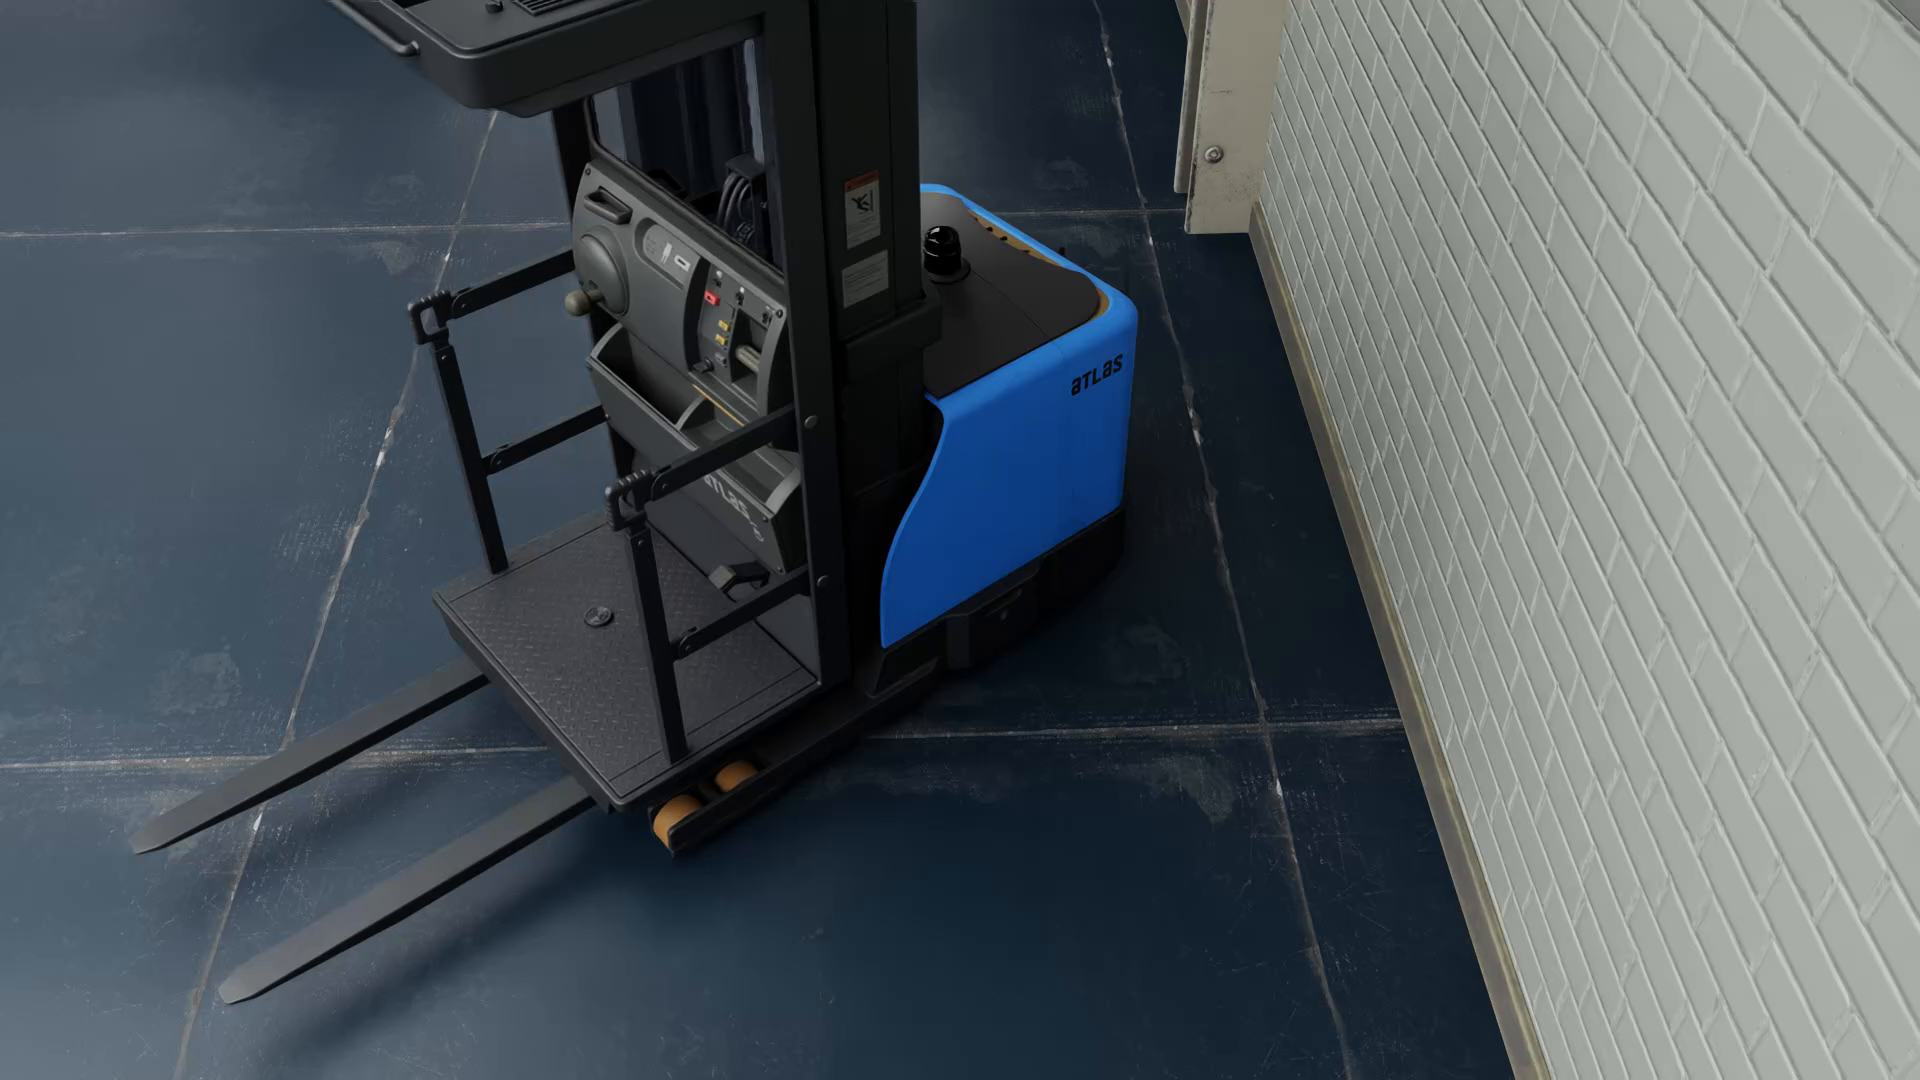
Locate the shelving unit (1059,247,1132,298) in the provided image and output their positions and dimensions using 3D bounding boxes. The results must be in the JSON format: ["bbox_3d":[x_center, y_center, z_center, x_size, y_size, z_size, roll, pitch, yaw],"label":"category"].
[{"bbox_3d":[0.426,-0.549,5.683,0.258,0.900,0.210,7,43,8],"label":"shelving unit"}]

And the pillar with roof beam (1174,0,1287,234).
[{"bbox_3d":[-3.177,-4.658,4.172,9.100,9.000,0.400,-2,43,-2],"label":"pillar with roof beam"}]

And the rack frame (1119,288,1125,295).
[{"bbox_3d":[0.408,-0.481,5.609,0.240,0.900,0.006,7,43,8],"label":"rack frame"}]

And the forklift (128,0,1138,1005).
[{"bbox_3d":[-0.900,-0.591,4.225,3.031,2.935,1.130,-30,50,-29],"label":"forklift"}]

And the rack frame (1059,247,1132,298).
[{"bbox_3d":[0.445,-0.616,5.757,0.240,0.900,0.006,7,43,8],"label":"rack frame"}]
